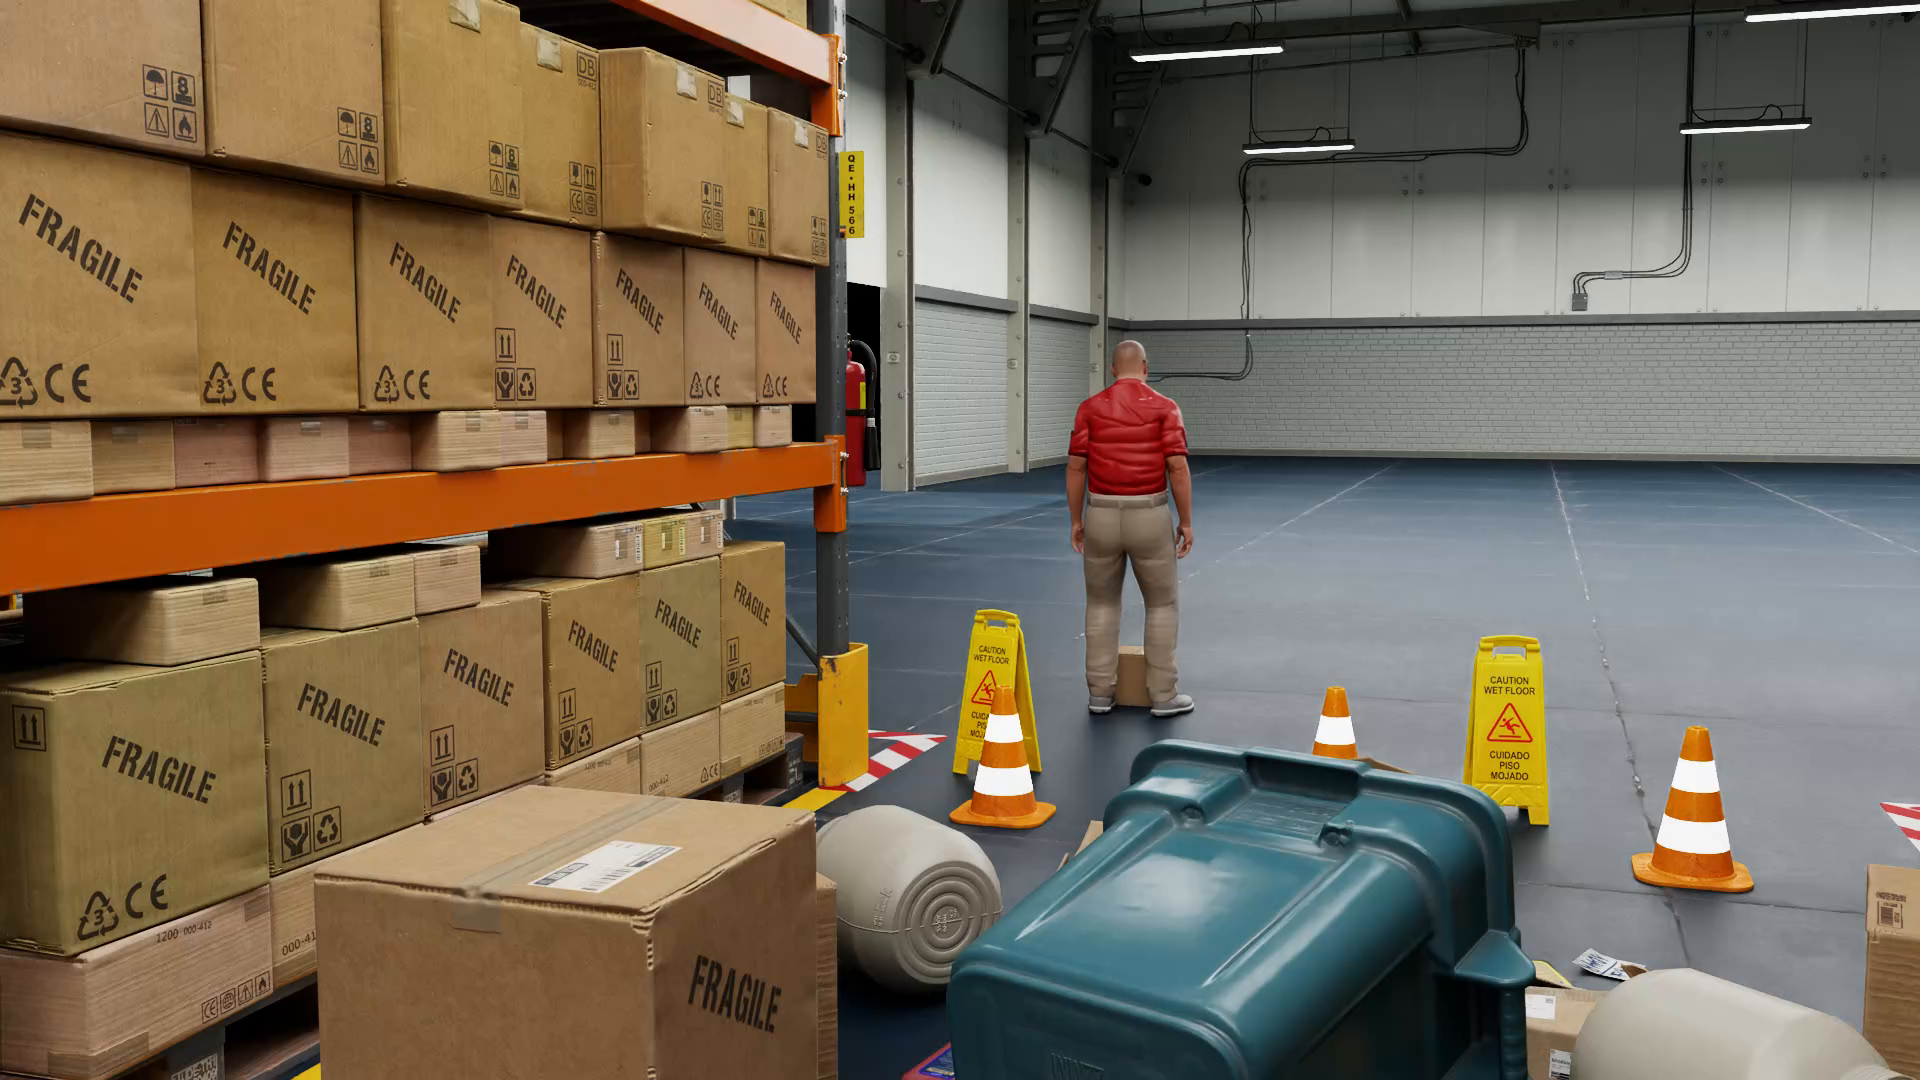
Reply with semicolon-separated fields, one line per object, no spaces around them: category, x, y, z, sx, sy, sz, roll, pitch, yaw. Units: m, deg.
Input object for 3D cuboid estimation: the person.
person;0.787;-0.059;7.715;0.585;1.727;0.390;2;5;18
